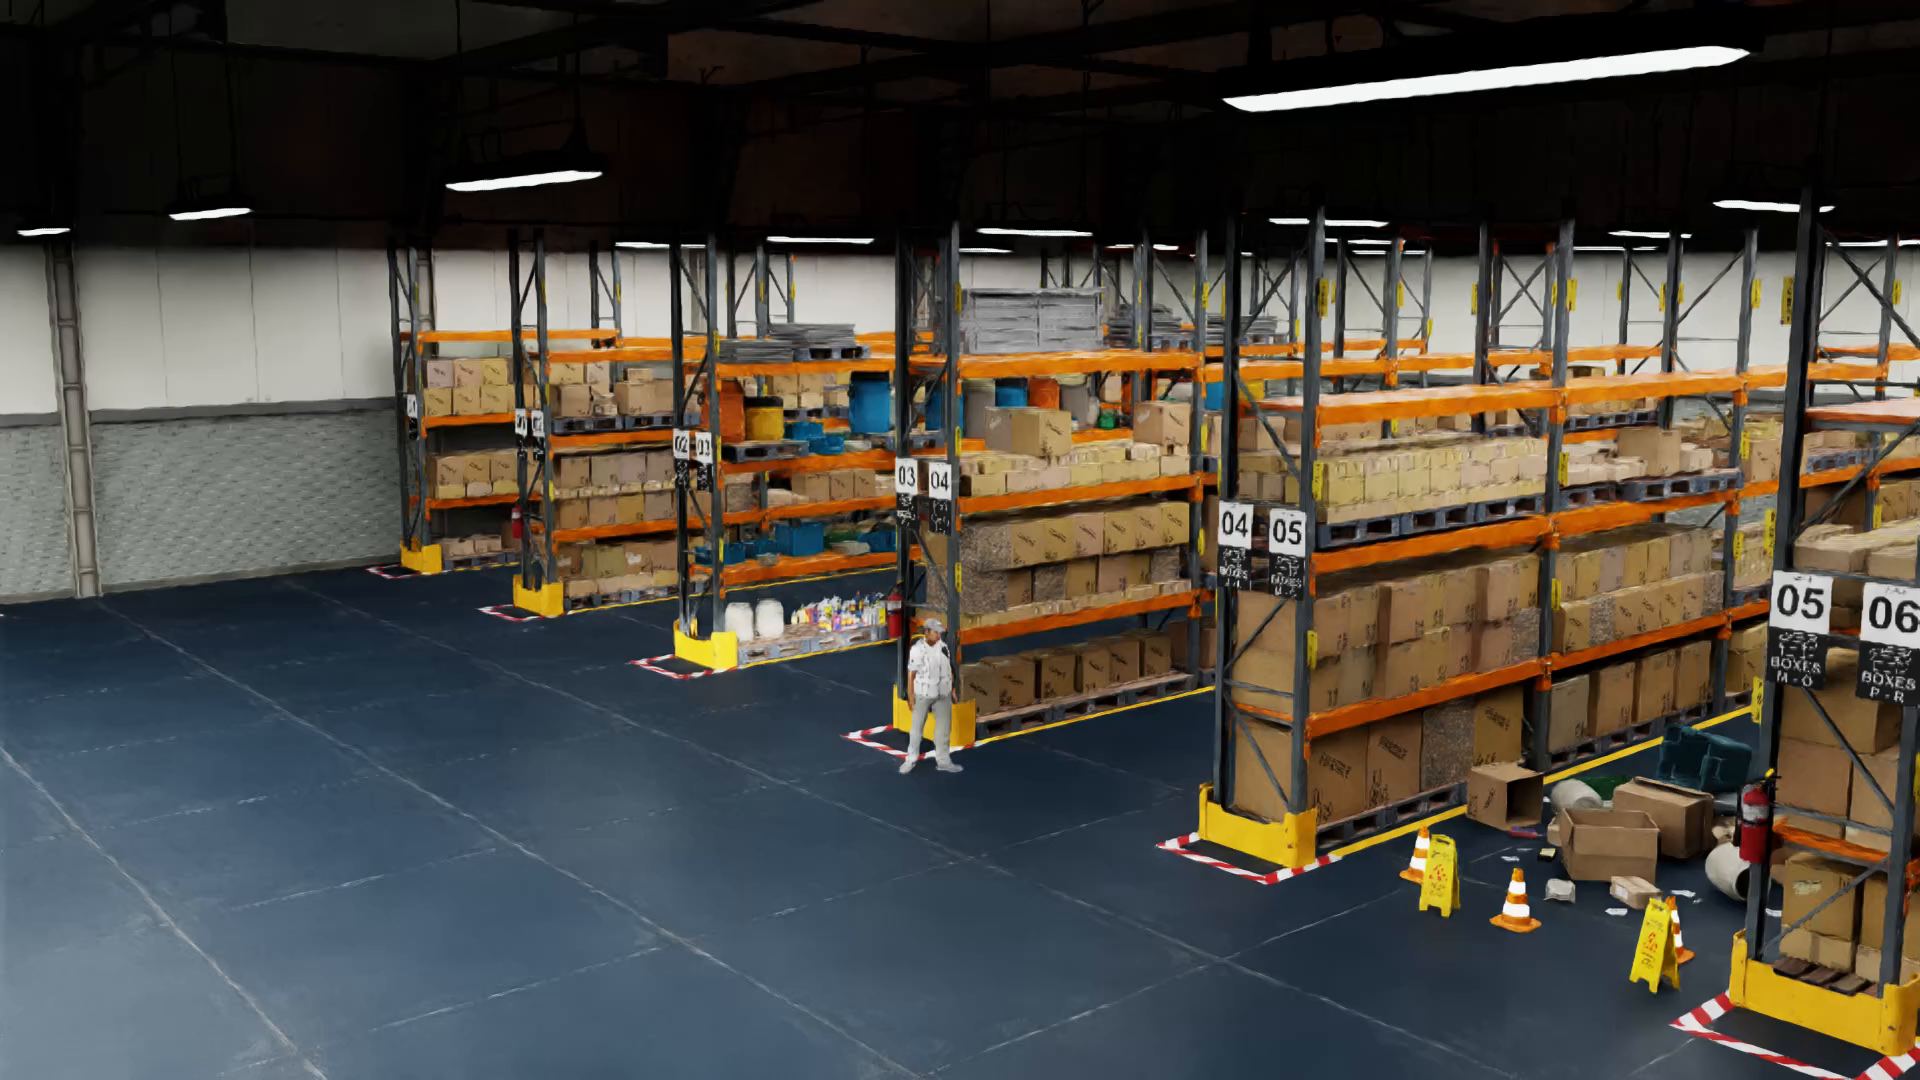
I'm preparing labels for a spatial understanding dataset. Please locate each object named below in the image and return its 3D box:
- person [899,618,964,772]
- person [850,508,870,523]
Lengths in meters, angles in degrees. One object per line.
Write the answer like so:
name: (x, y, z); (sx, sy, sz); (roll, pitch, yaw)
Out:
person: (-0.336, 1.648, 17.675); (0.645, 1.660, 0.453); (-5, 10, -30)
person: (-1.963, -0.697, 33.282); (0.519, 1.541, 0.566); (-8, 12, -42)
